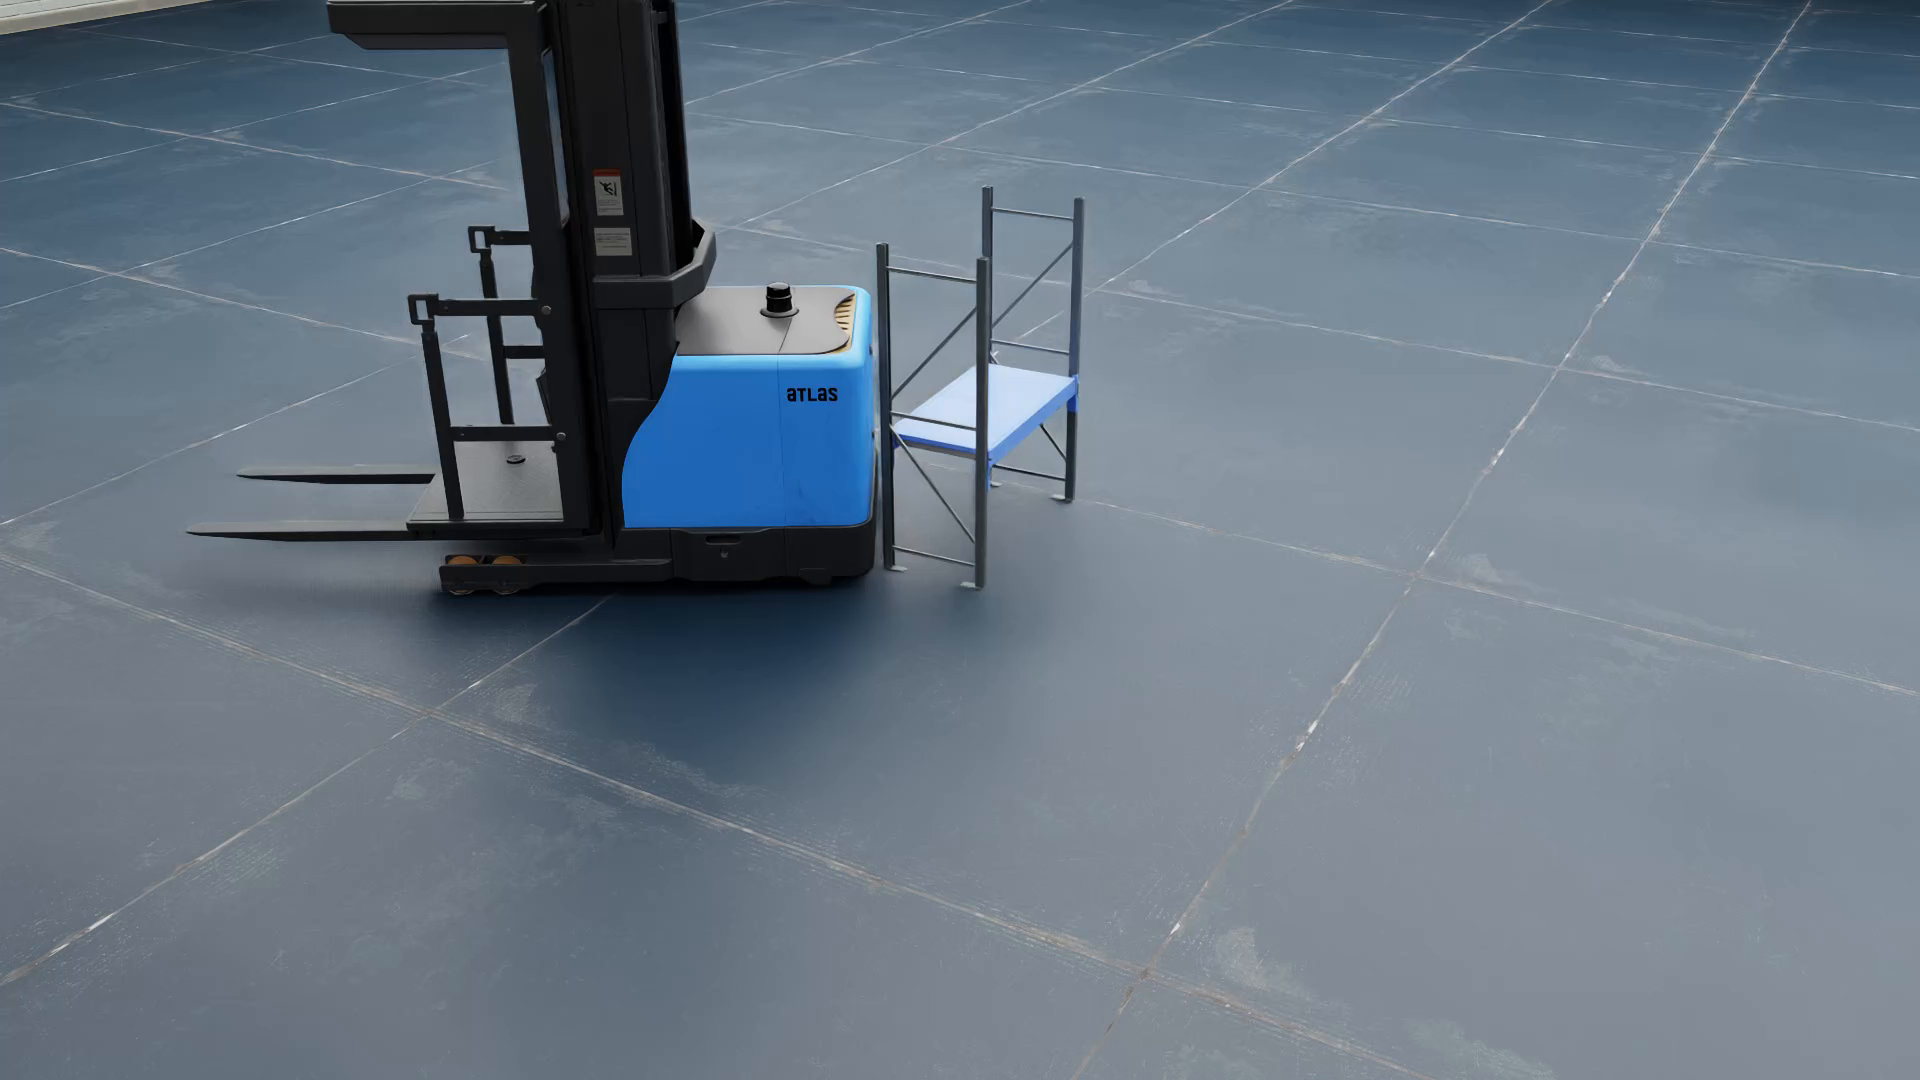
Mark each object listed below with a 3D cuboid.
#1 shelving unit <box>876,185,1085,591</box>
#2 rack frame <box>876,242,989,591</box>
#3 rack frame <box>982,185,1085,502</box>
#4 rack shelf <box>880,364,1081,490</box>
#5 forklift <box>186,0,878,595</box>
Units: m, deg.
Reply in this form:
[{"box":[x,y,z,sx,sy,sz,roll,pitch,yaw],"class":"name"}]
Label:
[{"box":[0.110,-0.706,7.486,0.538,1.500,1.048,12,29,23],"class":"shelving unit"},{"box":[-0.113,-0.502,7.077,0.500,1.500,0.032,12,29,23],"class":"rack frame"},{"box":[0.332,-0.911,7.894,0.500,1.500,0.032,12,29,23],"class":"rack frame"},{"box":[0.110,-0.546,7.566,0.538,0.185,1.000,12,29,23],"class":"rack shelf"},{"box":[-1.906,-1.310,7.092,3.031,2.935,1.130,-1,27,-1],"class":"forklift"}]
